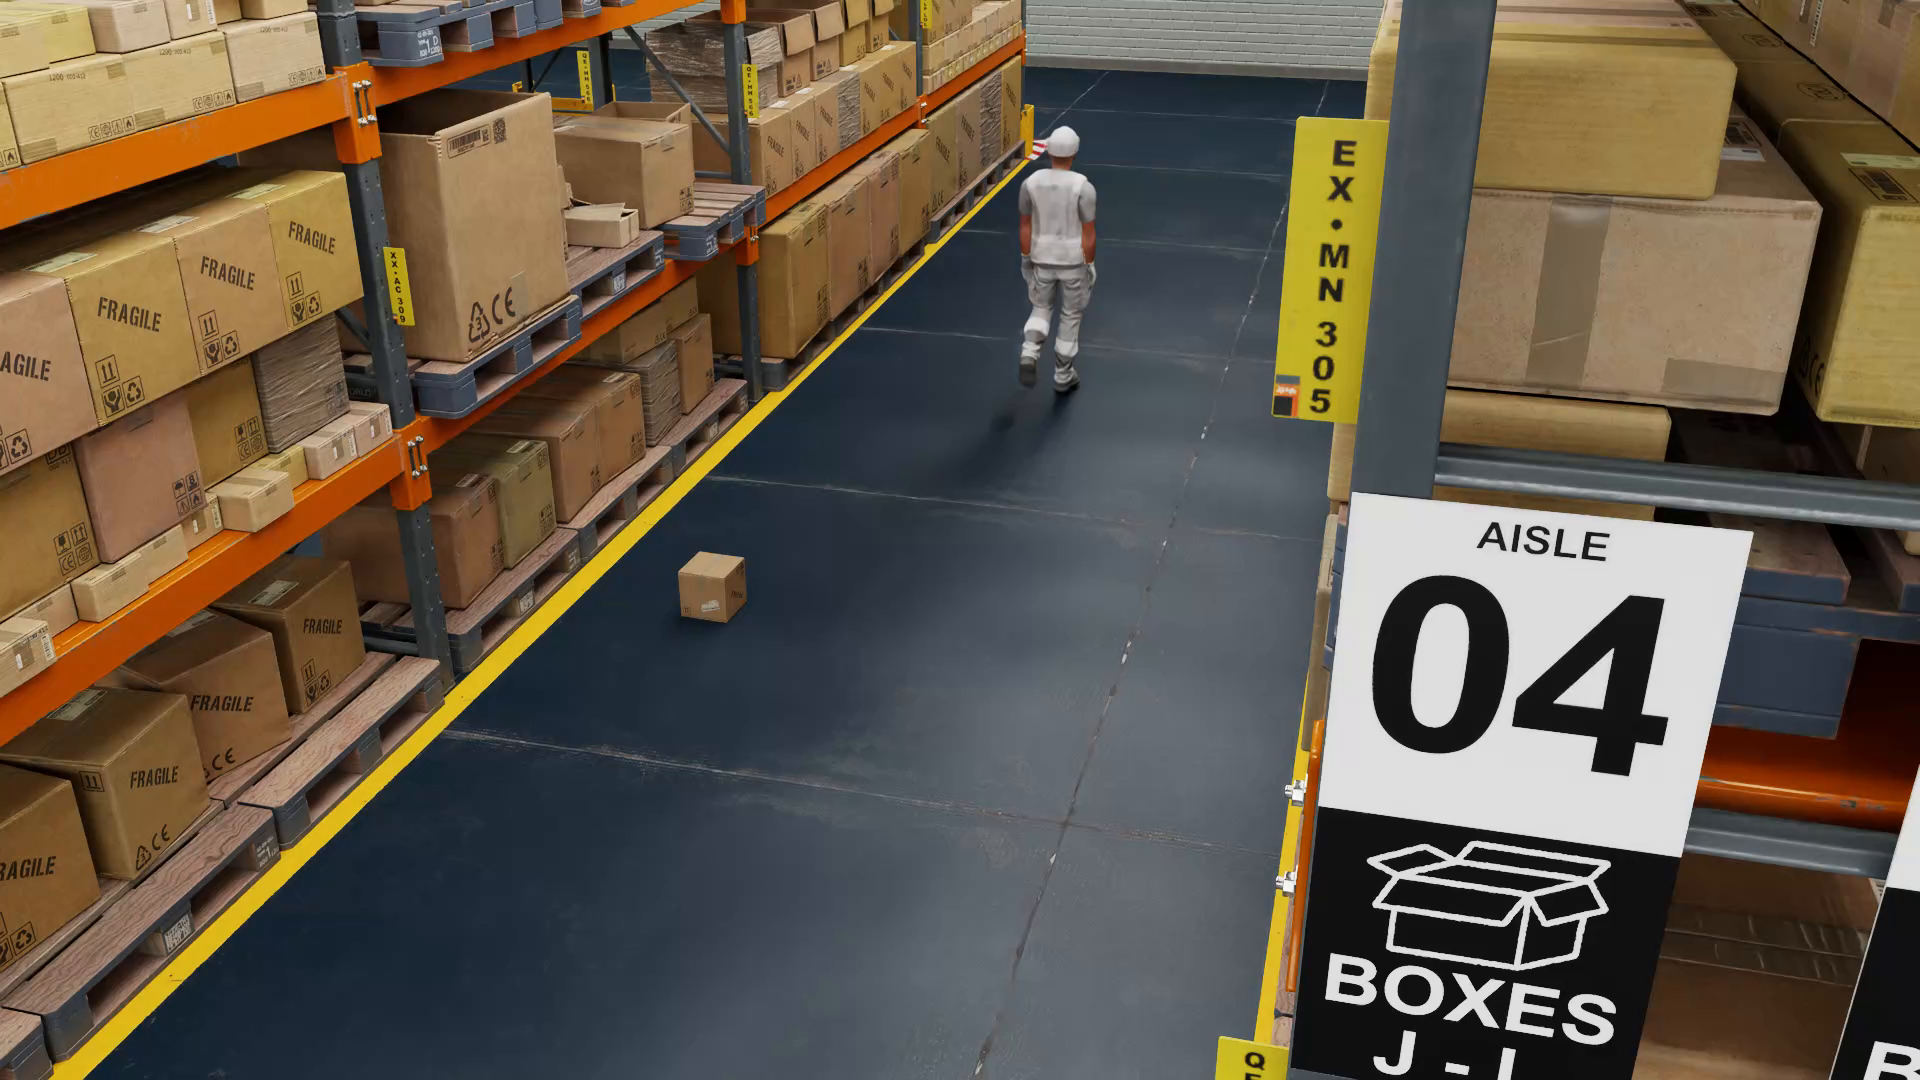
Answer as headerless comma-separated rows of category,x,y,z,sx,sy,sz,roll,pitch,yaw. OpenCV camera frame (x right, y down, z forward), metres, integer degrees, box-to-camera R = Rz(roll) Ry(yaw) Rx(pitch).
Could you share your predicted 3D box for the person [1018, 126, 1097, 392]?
person,0.639,-1.816,10.907,0.527,1.781,0.586,10,27,21
